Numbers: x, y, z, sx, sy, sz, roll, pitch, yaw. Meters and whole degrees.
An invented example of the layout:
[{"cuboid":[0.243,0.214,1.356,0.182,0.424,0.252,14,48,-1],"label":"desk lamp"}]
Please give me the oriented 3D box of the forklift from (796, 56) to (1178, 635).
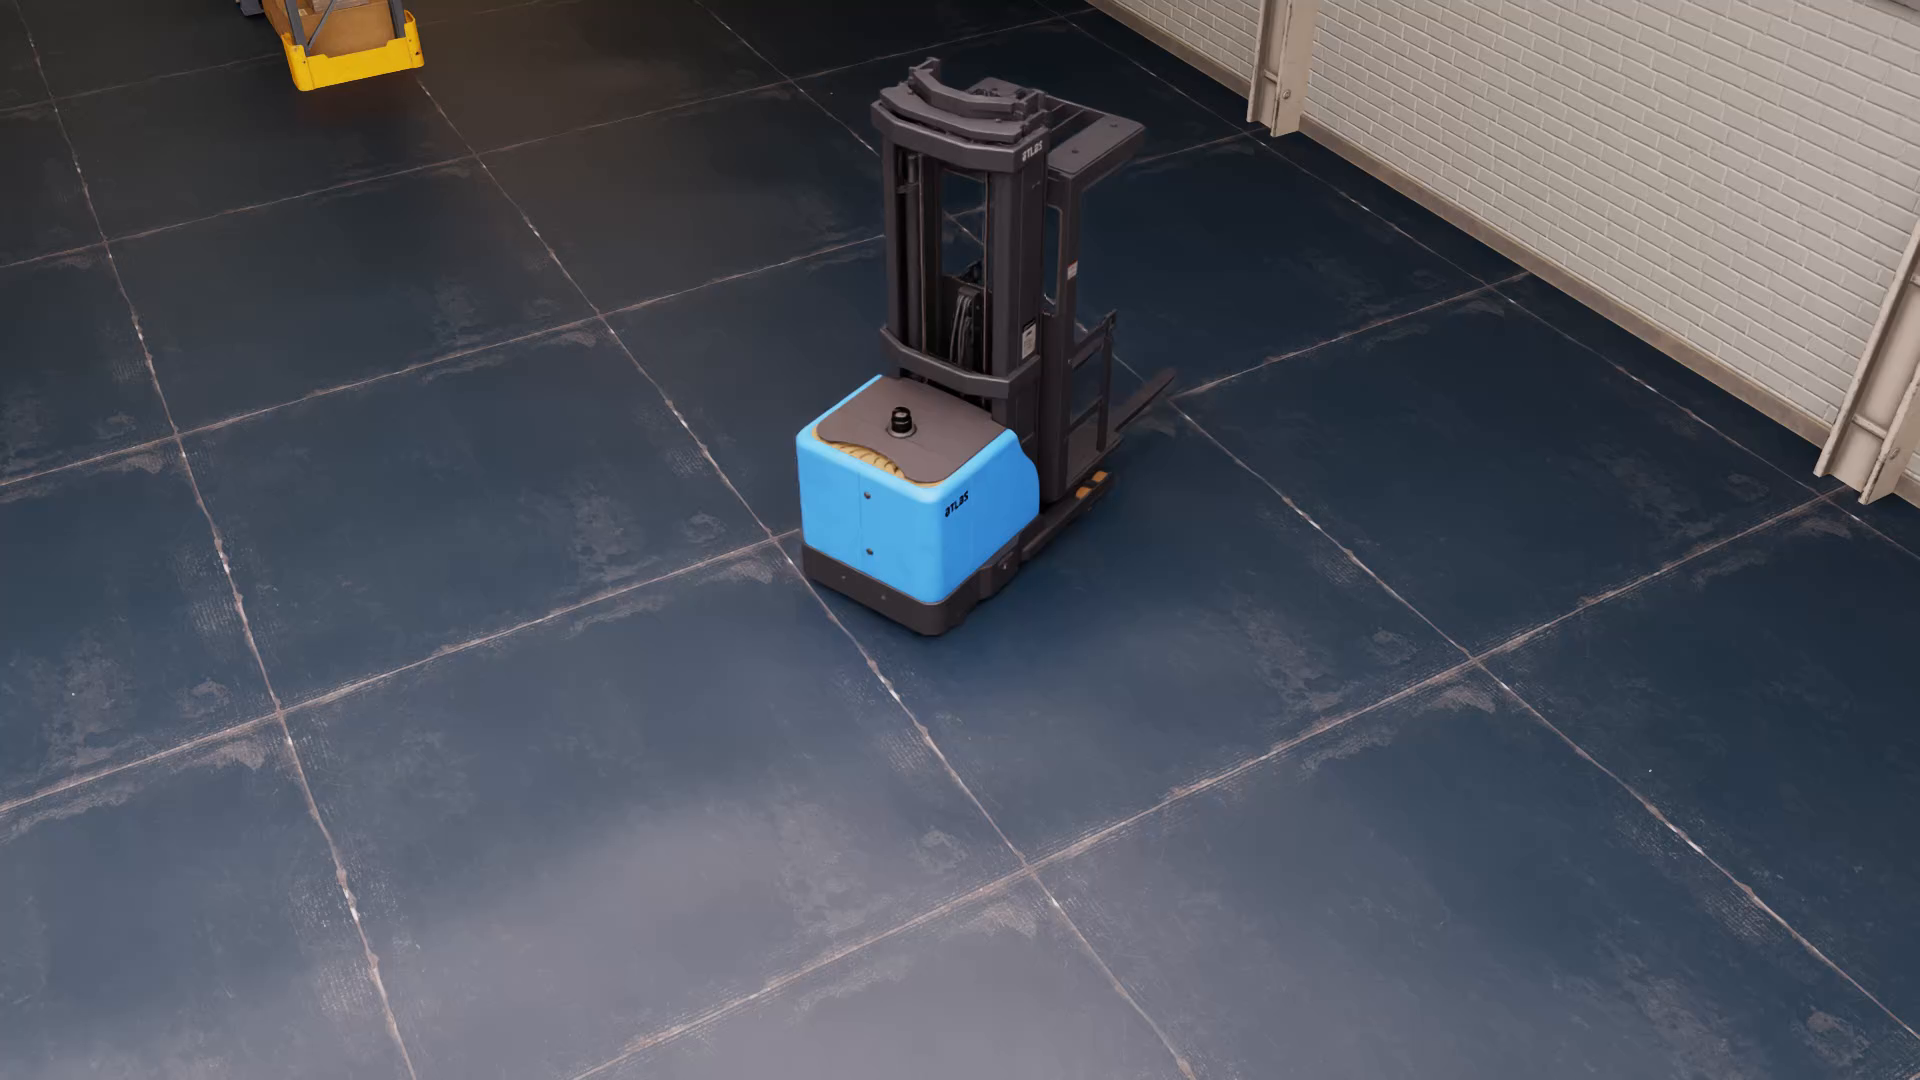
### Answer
[{"cuboid":[0.332,-1.473,9.812,1.130,2.935,3.031,25,46,27],"label":"forklift"}]
